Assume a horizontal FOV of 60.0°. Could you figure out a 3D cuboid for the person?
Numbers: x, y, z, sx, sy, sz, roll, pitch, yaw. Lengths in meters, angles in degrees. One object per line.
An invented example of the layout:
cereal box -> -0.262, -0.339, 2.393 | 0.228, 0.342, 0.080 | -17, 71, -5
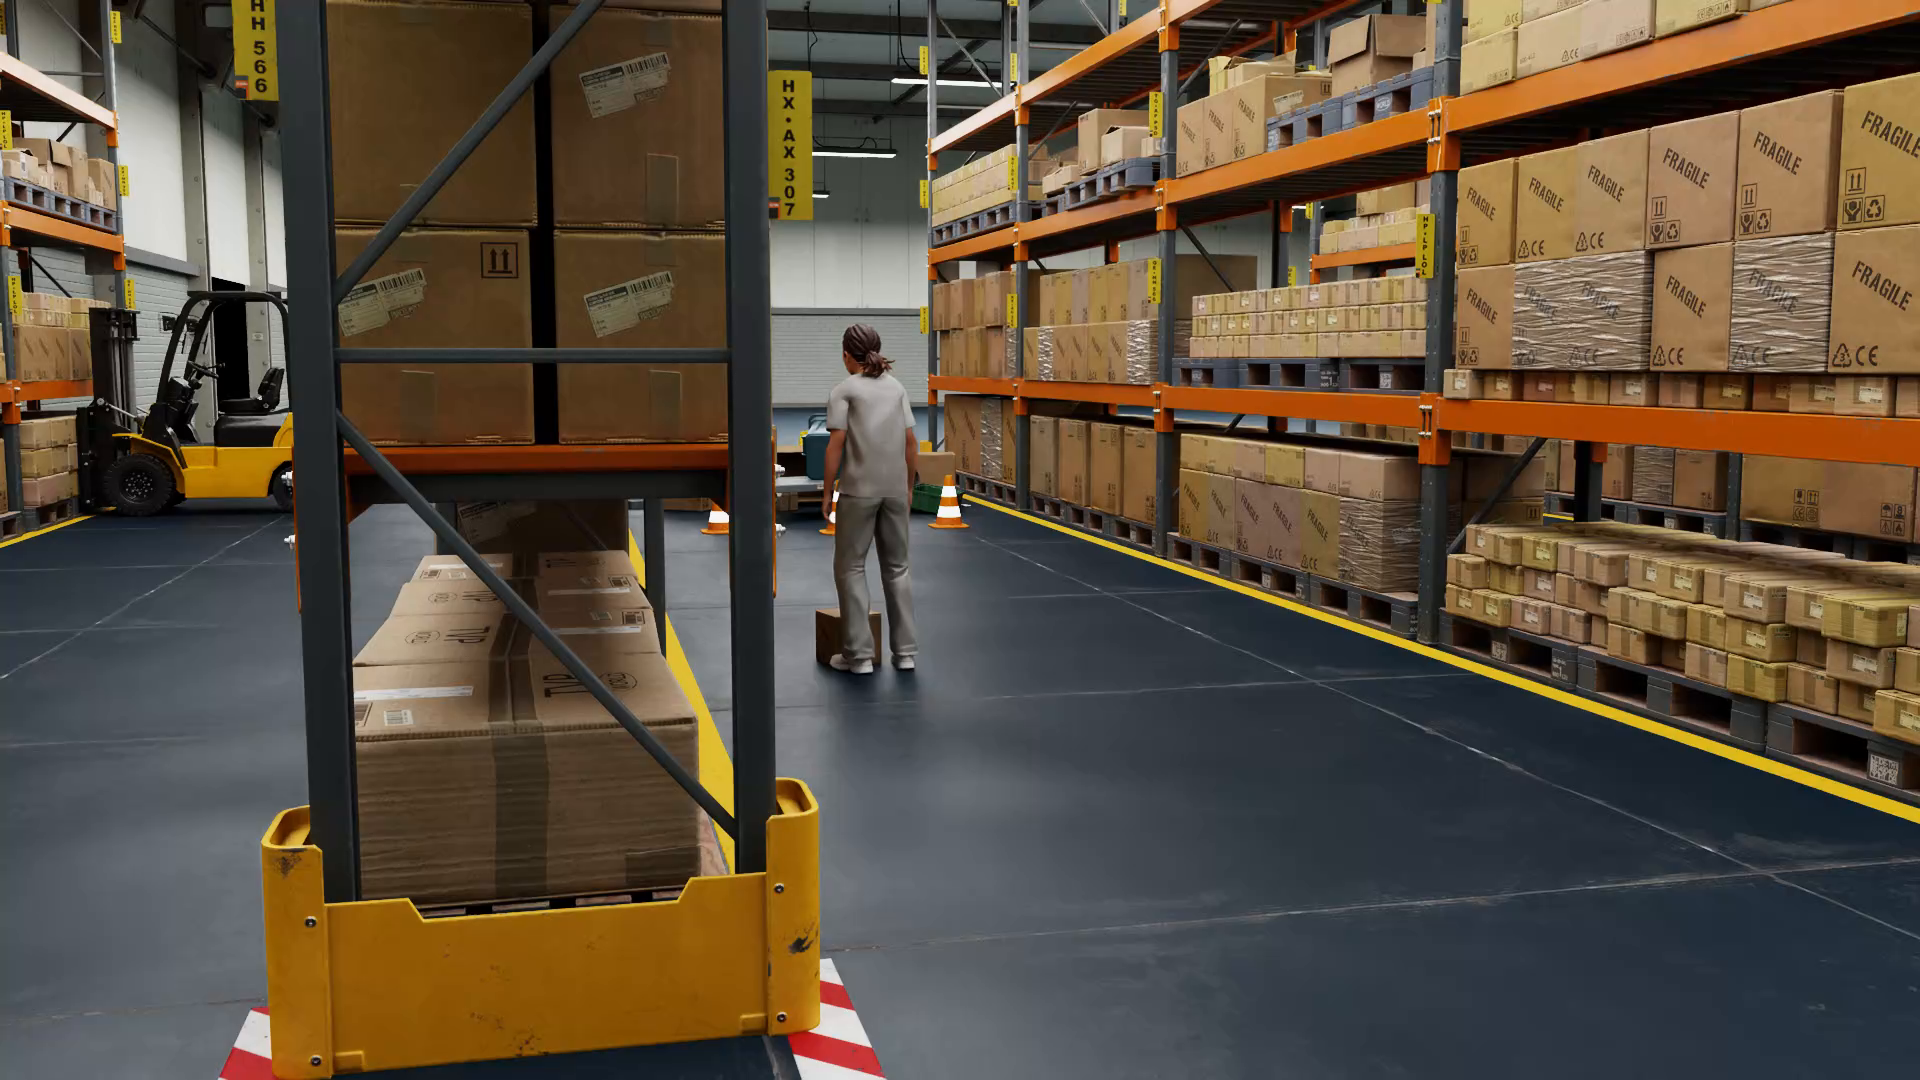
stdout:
person -> -0.428, -0.202, 8.006 | 0.504, 1.673, 0.351 | -3, 7, -28
